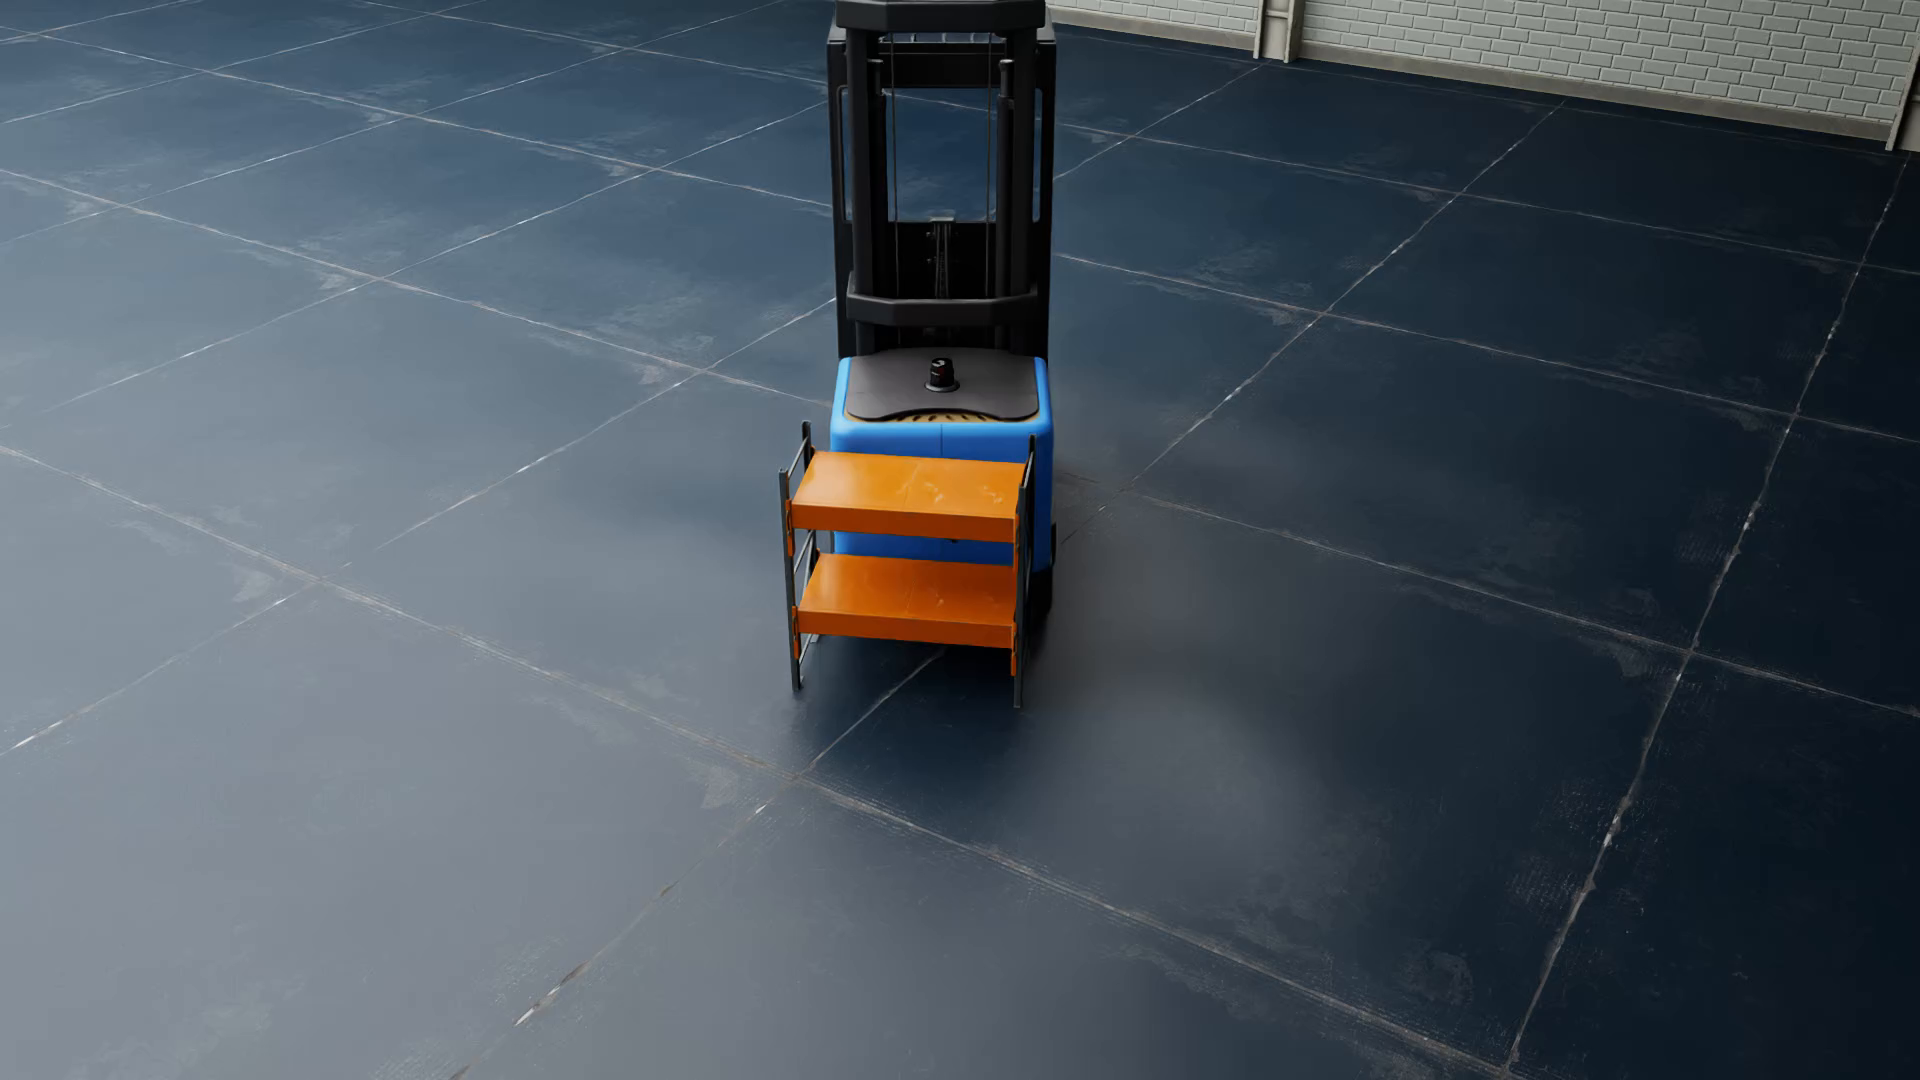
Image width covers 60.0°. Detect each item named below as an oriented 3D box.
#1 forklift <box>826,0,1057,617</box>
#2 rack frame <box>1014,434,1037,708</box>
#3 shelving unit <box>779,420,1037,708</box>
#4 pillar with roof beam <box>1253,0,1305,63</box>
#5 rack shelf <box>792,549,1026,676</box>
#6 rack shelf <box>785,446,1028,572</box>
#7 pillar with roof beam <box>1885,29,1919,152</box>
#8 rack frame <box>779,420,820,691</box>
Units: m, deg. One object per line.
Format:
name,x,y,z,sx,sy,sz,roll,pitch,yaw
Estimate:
forklift,-0.089,-1.598,8.581,1.130,2.935,3.031,0,30,0
rack frame,0.291,0.144,7.387,0.032,1.125,0.500,4,30,7
shelving unit,-0.213,0.110,7.445,1.048,1.125,0.538,4,30,7
pillar with roof beam,1.026,-7.107,12.002,0.400,9.000,9.100,18,35,27
rack shelf,-0.213,0.321,7.569,1.000,0.278,0.538,4,30,7
rack shelf,-0.213,-0.143,7.298,1.000,0.278,0.538,4,30,7
pillar with roof beam,6.108,-5.499,9.247,0.400,9.000,9.100,18,35,27
rack frame,-0.717,0.076,7.503,0.032,1.125,0.500,4,30,7
